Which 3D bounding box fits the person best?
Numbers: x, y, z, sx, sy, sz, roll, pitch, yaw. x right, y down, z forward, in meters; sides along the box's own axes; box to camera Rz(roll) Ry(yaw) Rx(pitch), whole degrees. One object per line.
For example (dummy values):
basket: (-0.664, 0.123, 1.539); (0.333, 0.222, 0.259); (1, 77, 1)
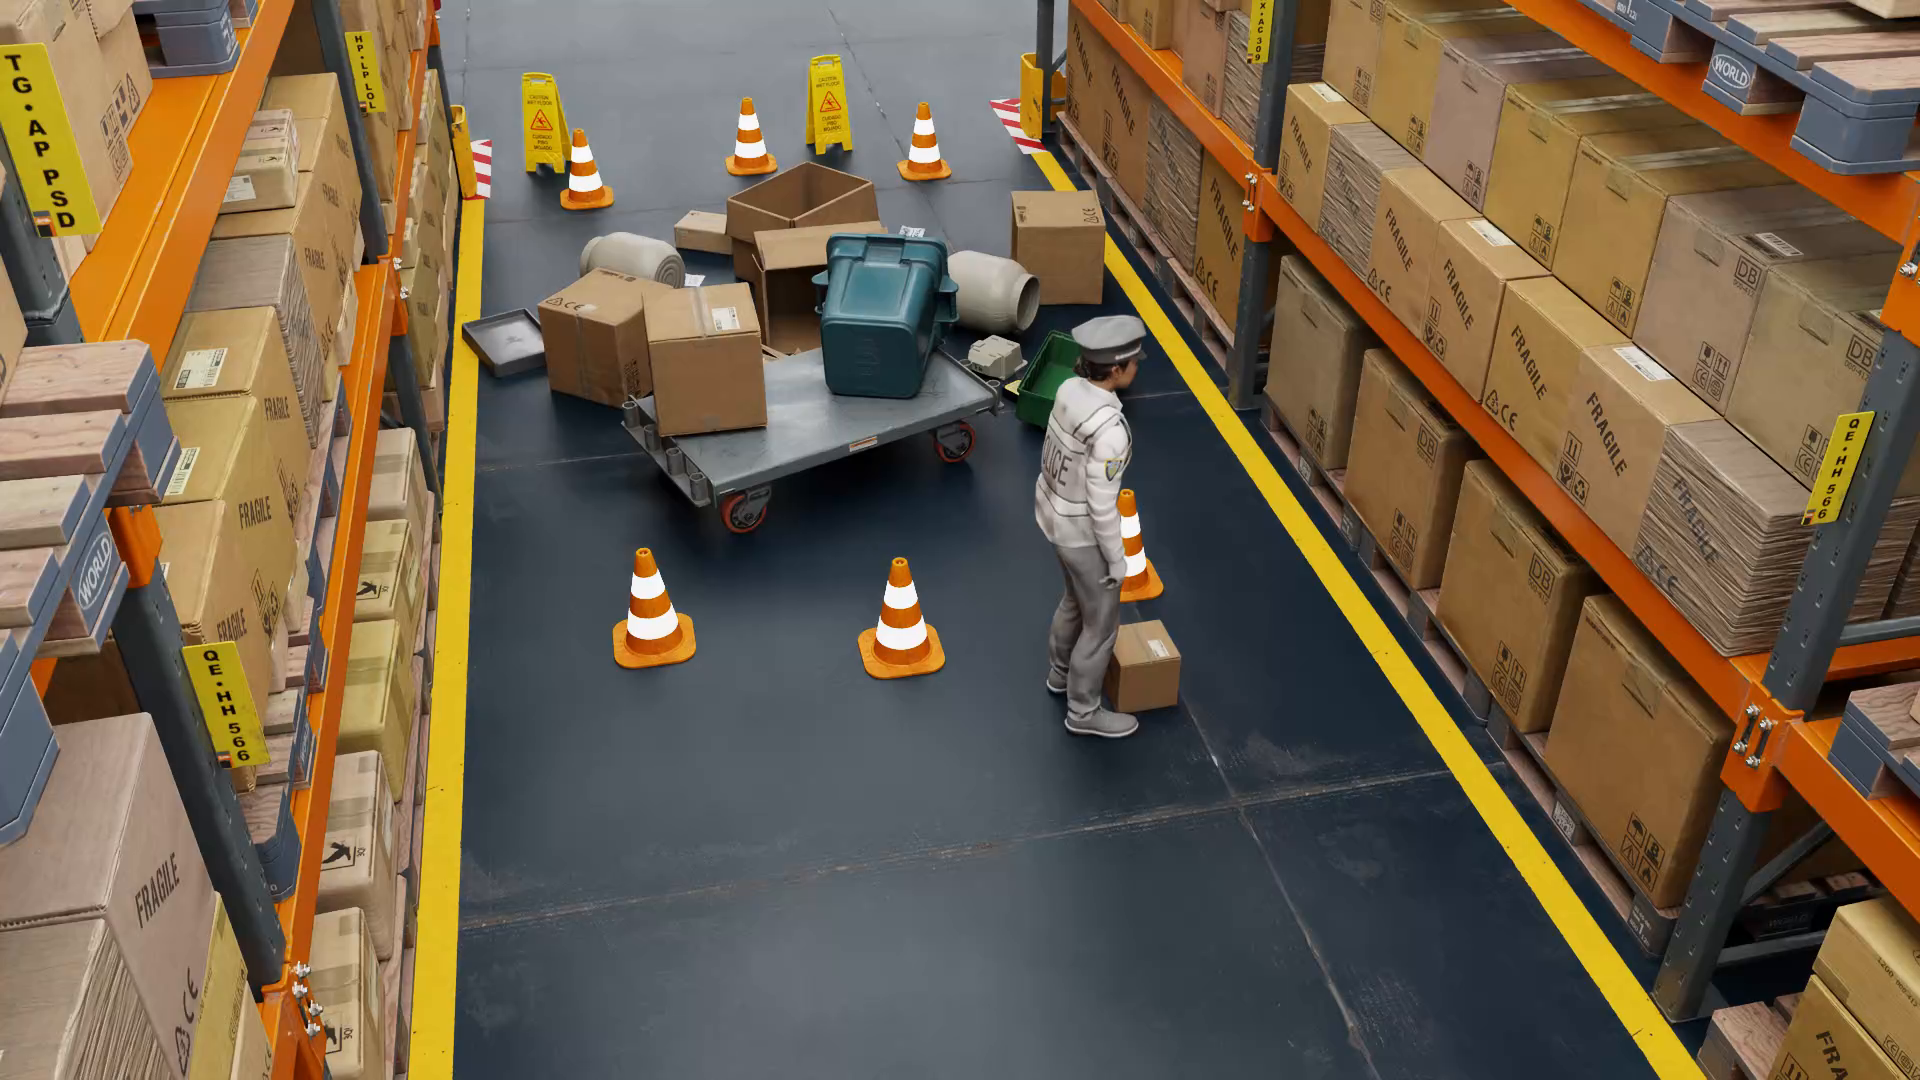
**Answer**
person: (0.480, -0.042, 6.203); (0.374, 1.661, 0.539); (-9, 36, -13)
